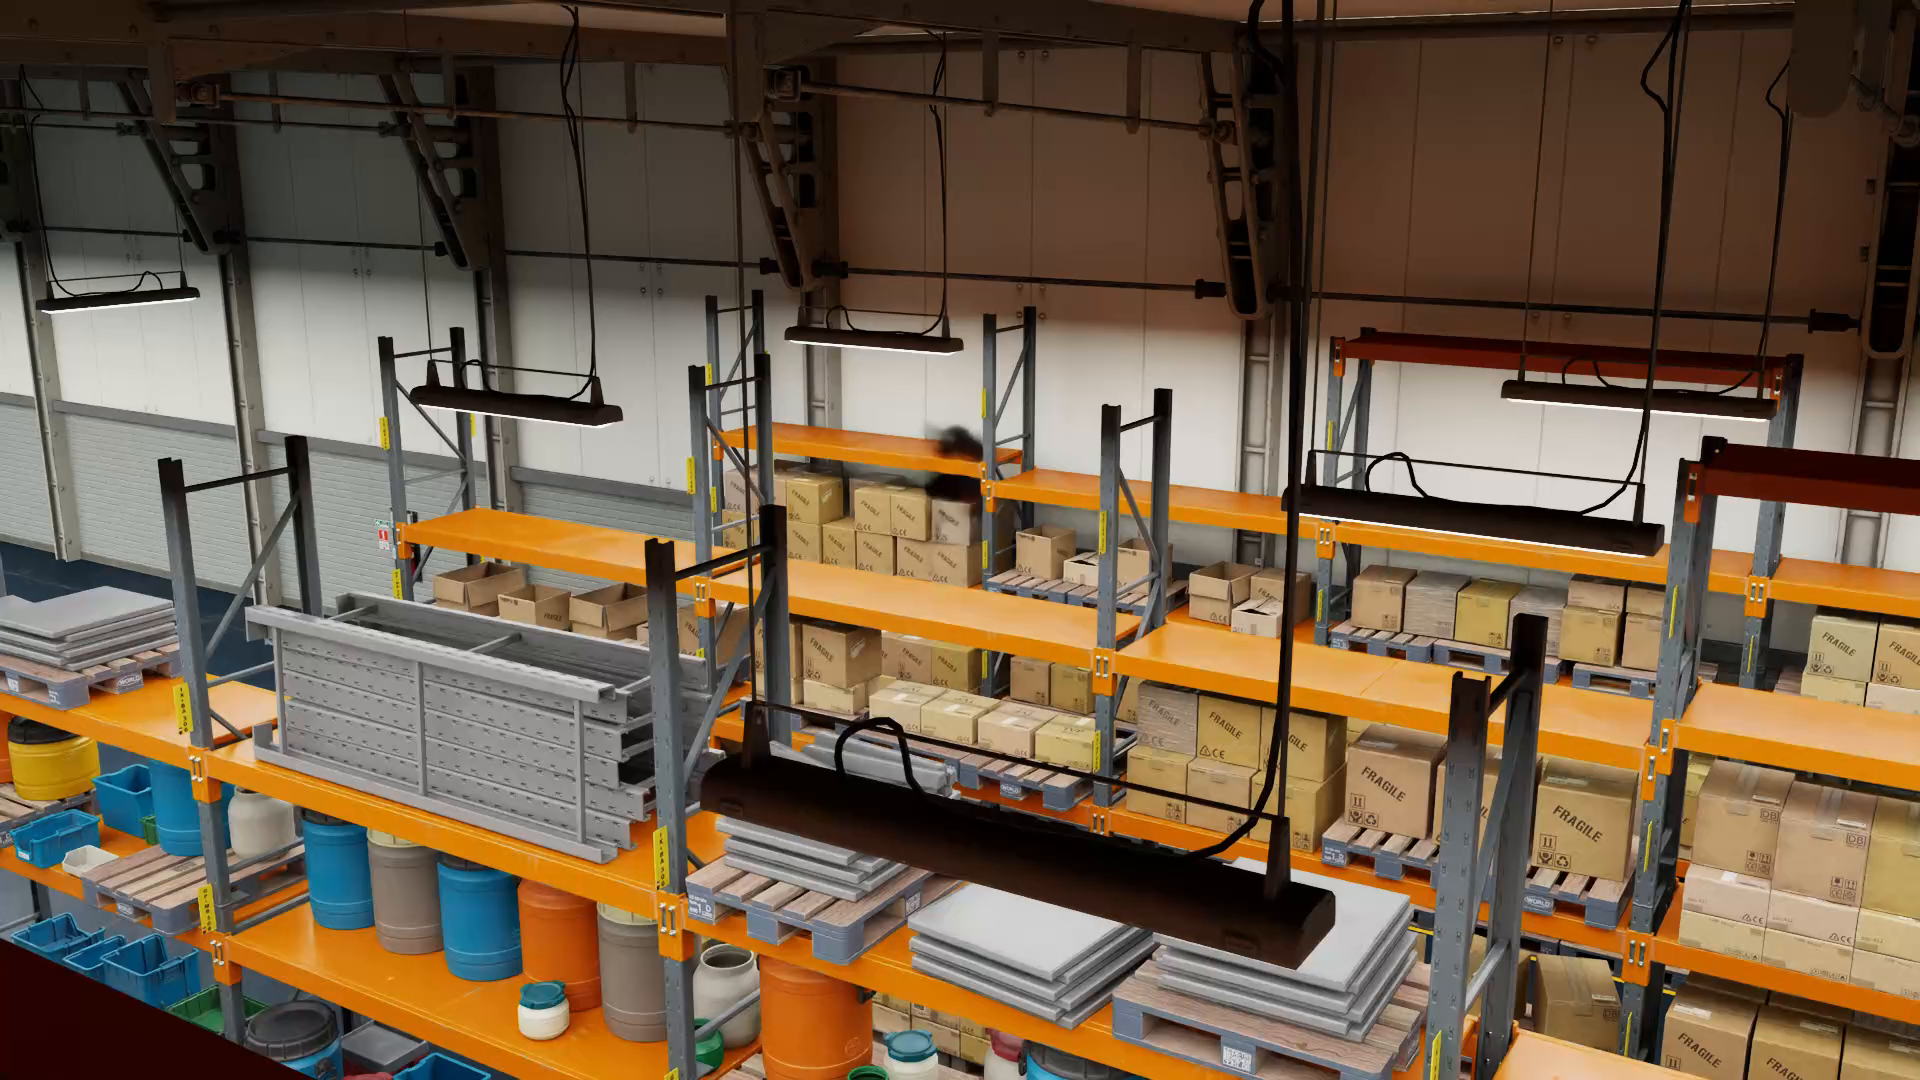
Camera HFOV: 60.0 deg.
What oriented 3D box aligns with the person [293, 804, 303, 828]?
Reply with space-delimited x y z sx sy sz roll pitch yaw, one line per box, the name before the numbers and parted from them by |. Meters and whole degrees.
person | -7.380 2.793 18.297 0.897 1.820 0.665 -7 16 -28
